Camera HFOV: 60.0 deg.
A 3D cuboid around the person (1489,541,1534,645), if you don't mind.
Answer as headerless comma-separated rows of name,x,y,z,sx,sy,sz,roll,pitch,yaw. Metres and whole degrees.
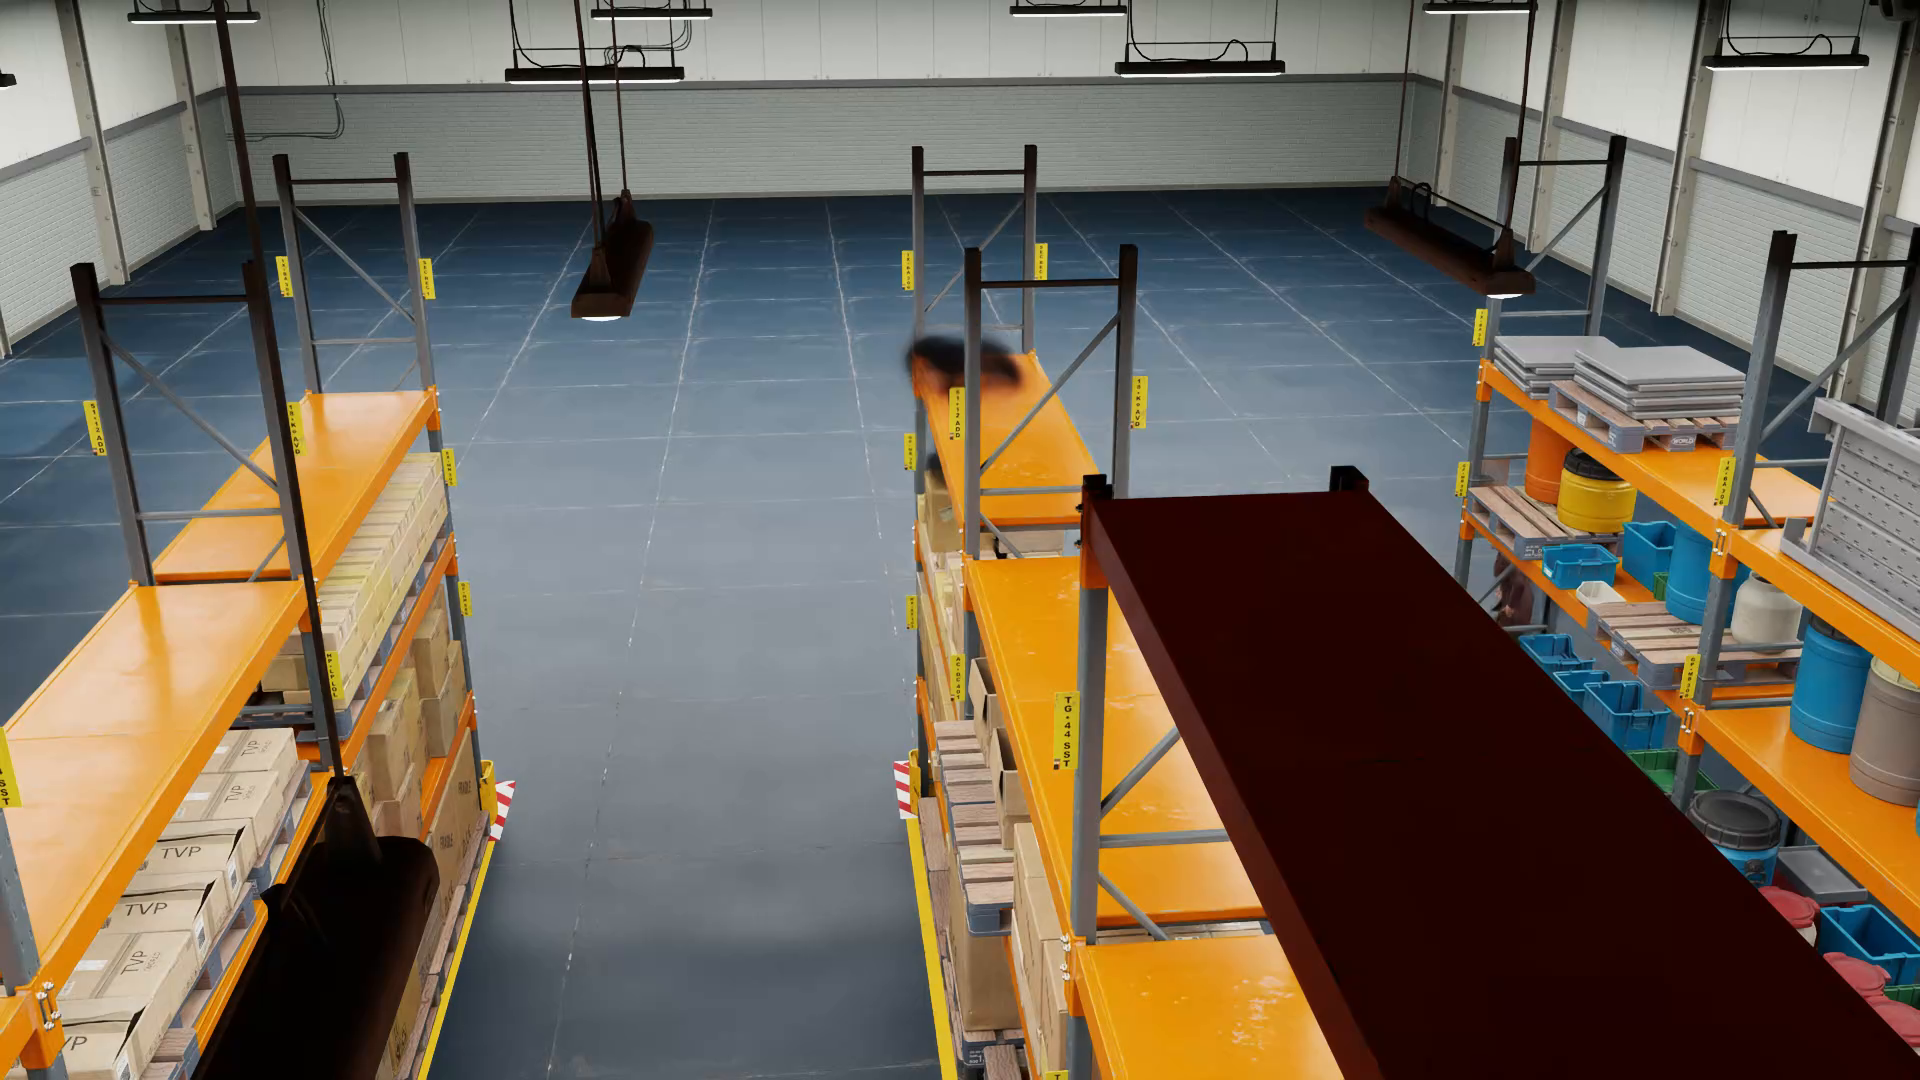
person,5.972,0.778,17.565,0.926,1.629,0.713,12,24,27
